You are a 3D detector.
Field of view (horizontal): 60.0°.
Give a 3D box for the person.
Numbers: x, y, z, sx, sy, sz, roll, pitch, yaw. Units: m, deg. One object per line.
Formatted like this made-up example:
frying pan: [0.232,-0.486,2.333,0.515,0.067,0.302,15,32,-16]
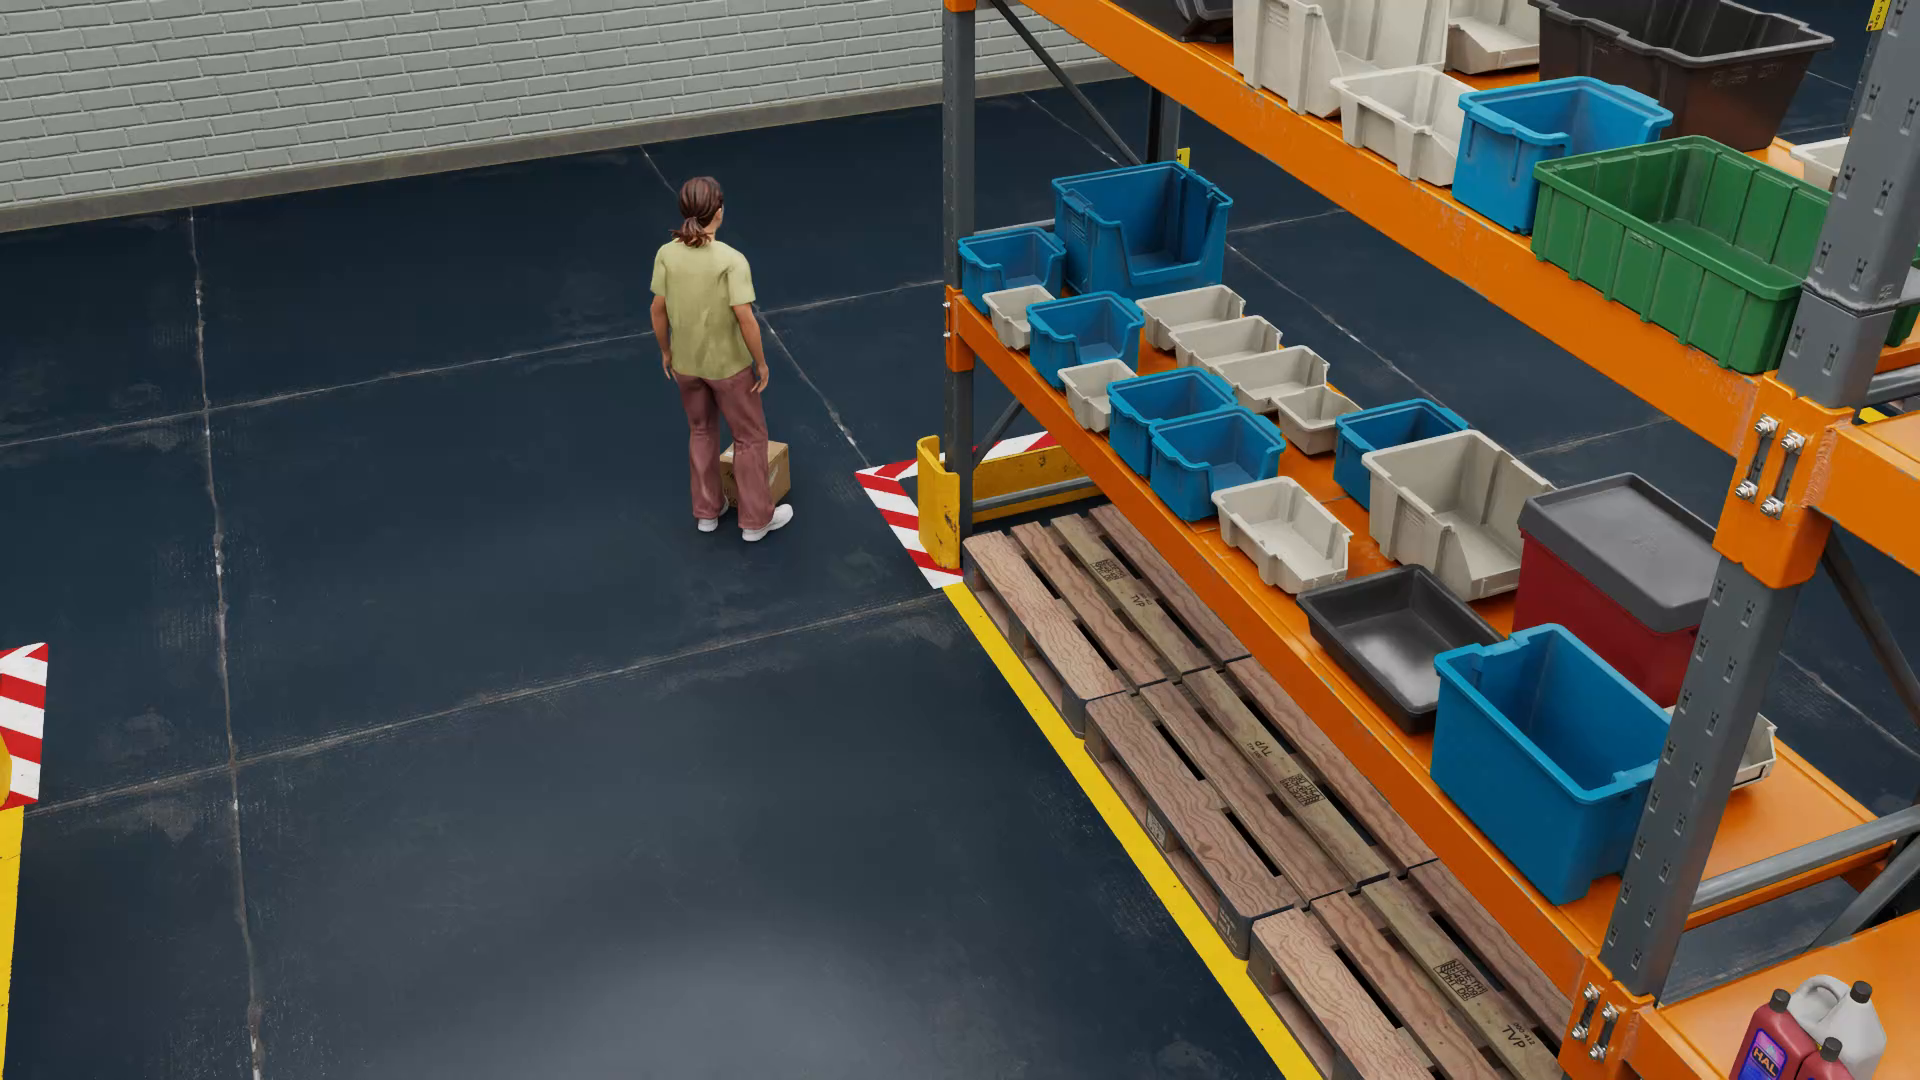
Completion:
person: [-1.068,-0.781,7.318,0.520,1.671,0.350,11,35,16]
